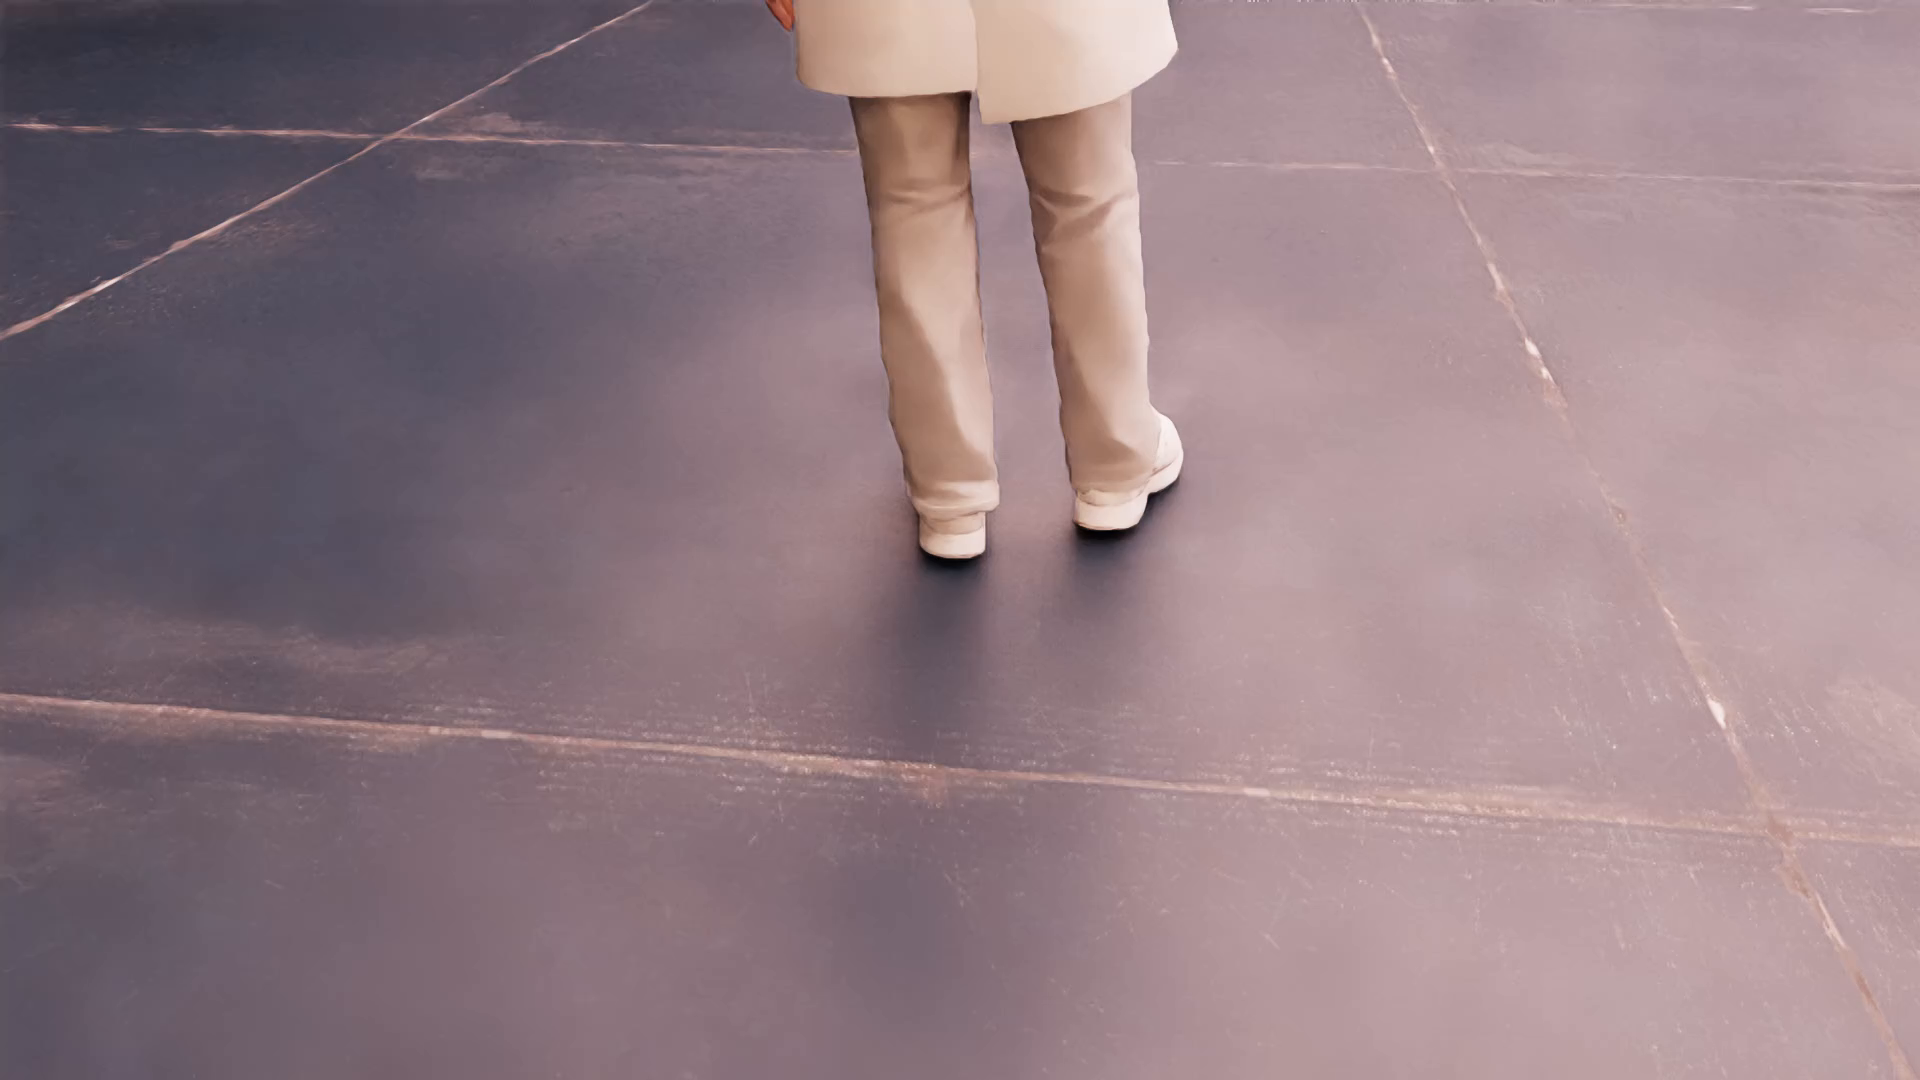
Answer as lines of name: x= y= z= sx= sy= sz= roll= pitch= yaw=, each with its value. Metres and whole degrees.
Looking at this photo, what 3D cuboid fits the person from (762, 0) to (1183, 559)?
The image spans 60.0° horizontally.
person: x=0.017 y=-0.842 z=2.180 sx=0.694 sy=1.776 sz=0.579 roll=3 pitch=27 yaw=7
